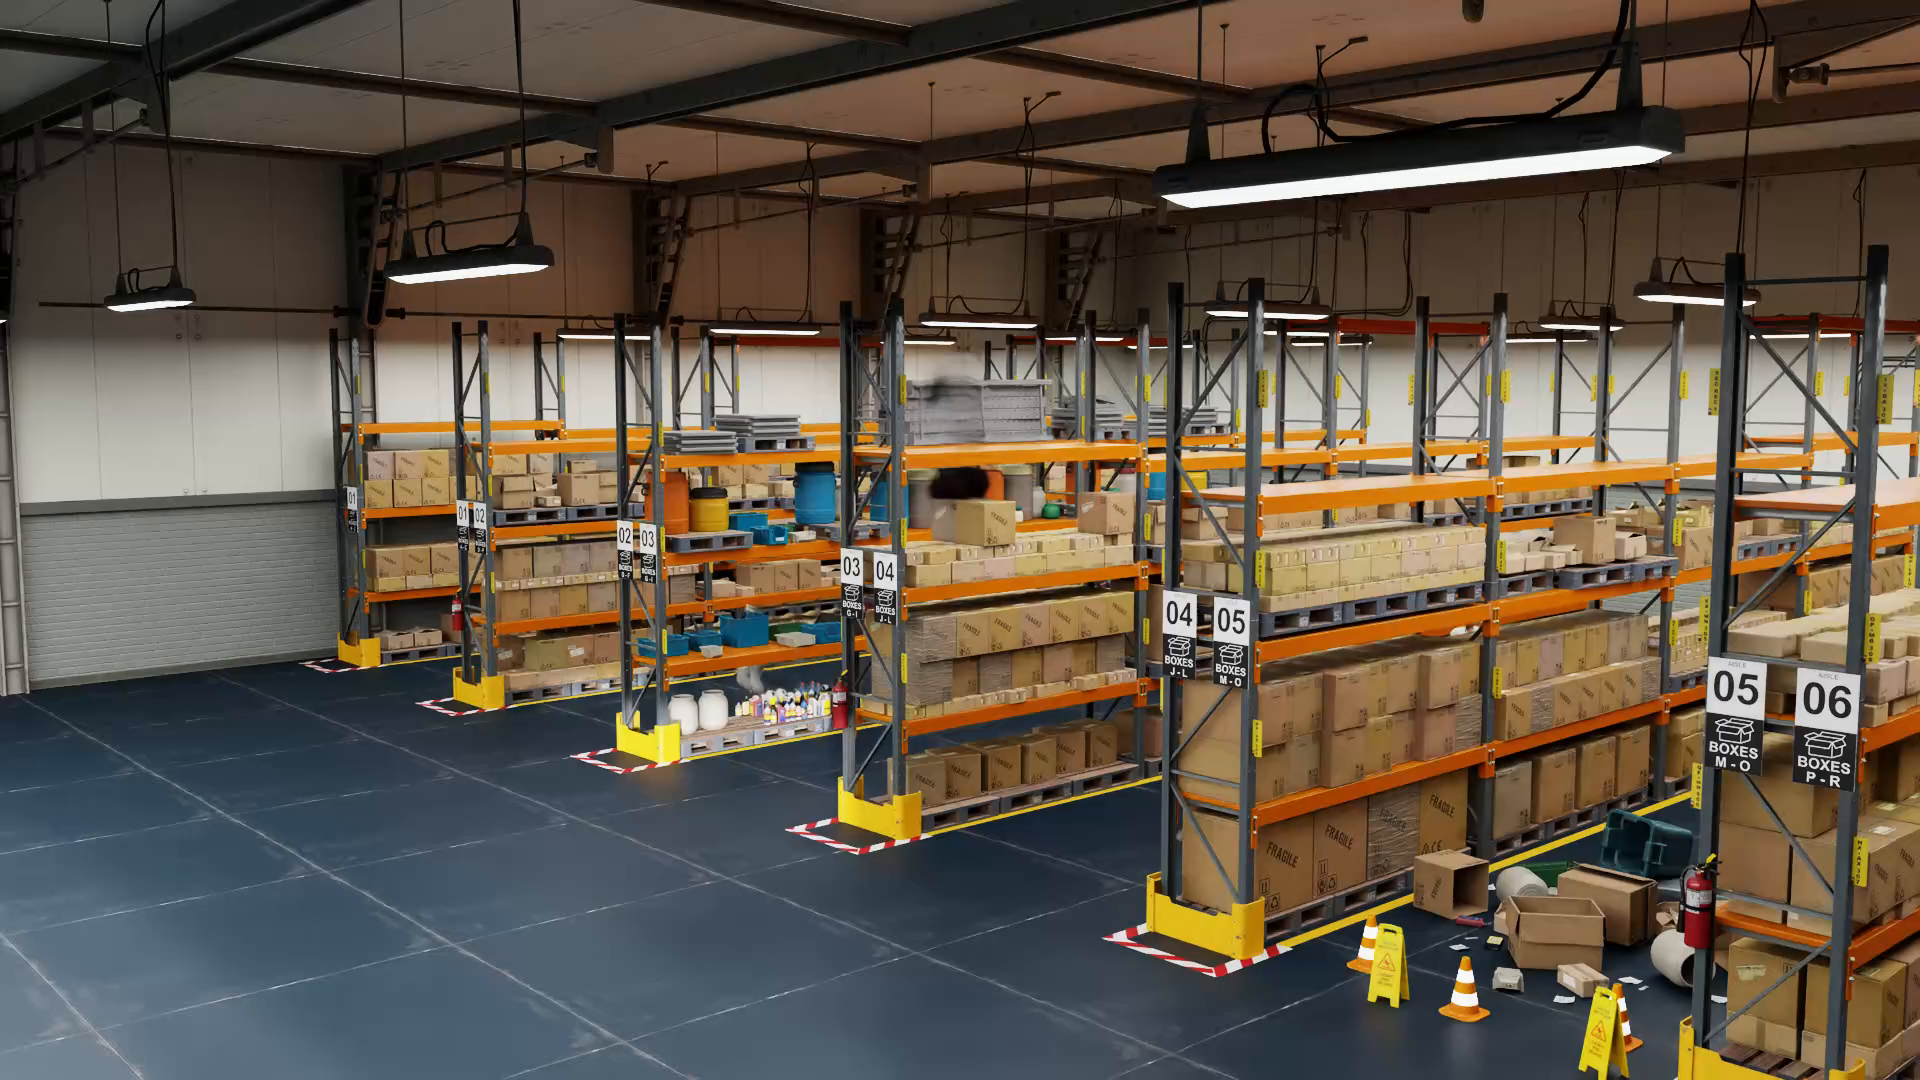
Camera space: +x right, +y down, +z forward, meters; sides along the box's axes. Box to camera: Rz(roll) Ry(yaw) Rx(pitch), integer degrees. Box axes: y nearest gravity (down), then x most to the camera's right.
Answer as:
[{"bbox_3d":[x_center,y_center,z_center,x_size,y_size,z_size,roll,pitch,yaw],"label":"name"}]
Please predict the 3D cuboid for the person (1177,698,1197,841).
[{"bbox_3d":[2.712,2.421,18.857,0.733,1.782,1.105,3,6,28],"label":"person"}]

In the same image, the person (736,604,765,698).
[{"bbox_3d":[-3.222,1.805,25.607,0.573,1.667,0.561,-6,8,-44],"label":"person"}]

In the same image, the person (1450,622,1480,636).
[{"bbox_3d":[7.284,1.912,23.831,0.697,1.828,0.876,5,7,40],"label":"person"}]
